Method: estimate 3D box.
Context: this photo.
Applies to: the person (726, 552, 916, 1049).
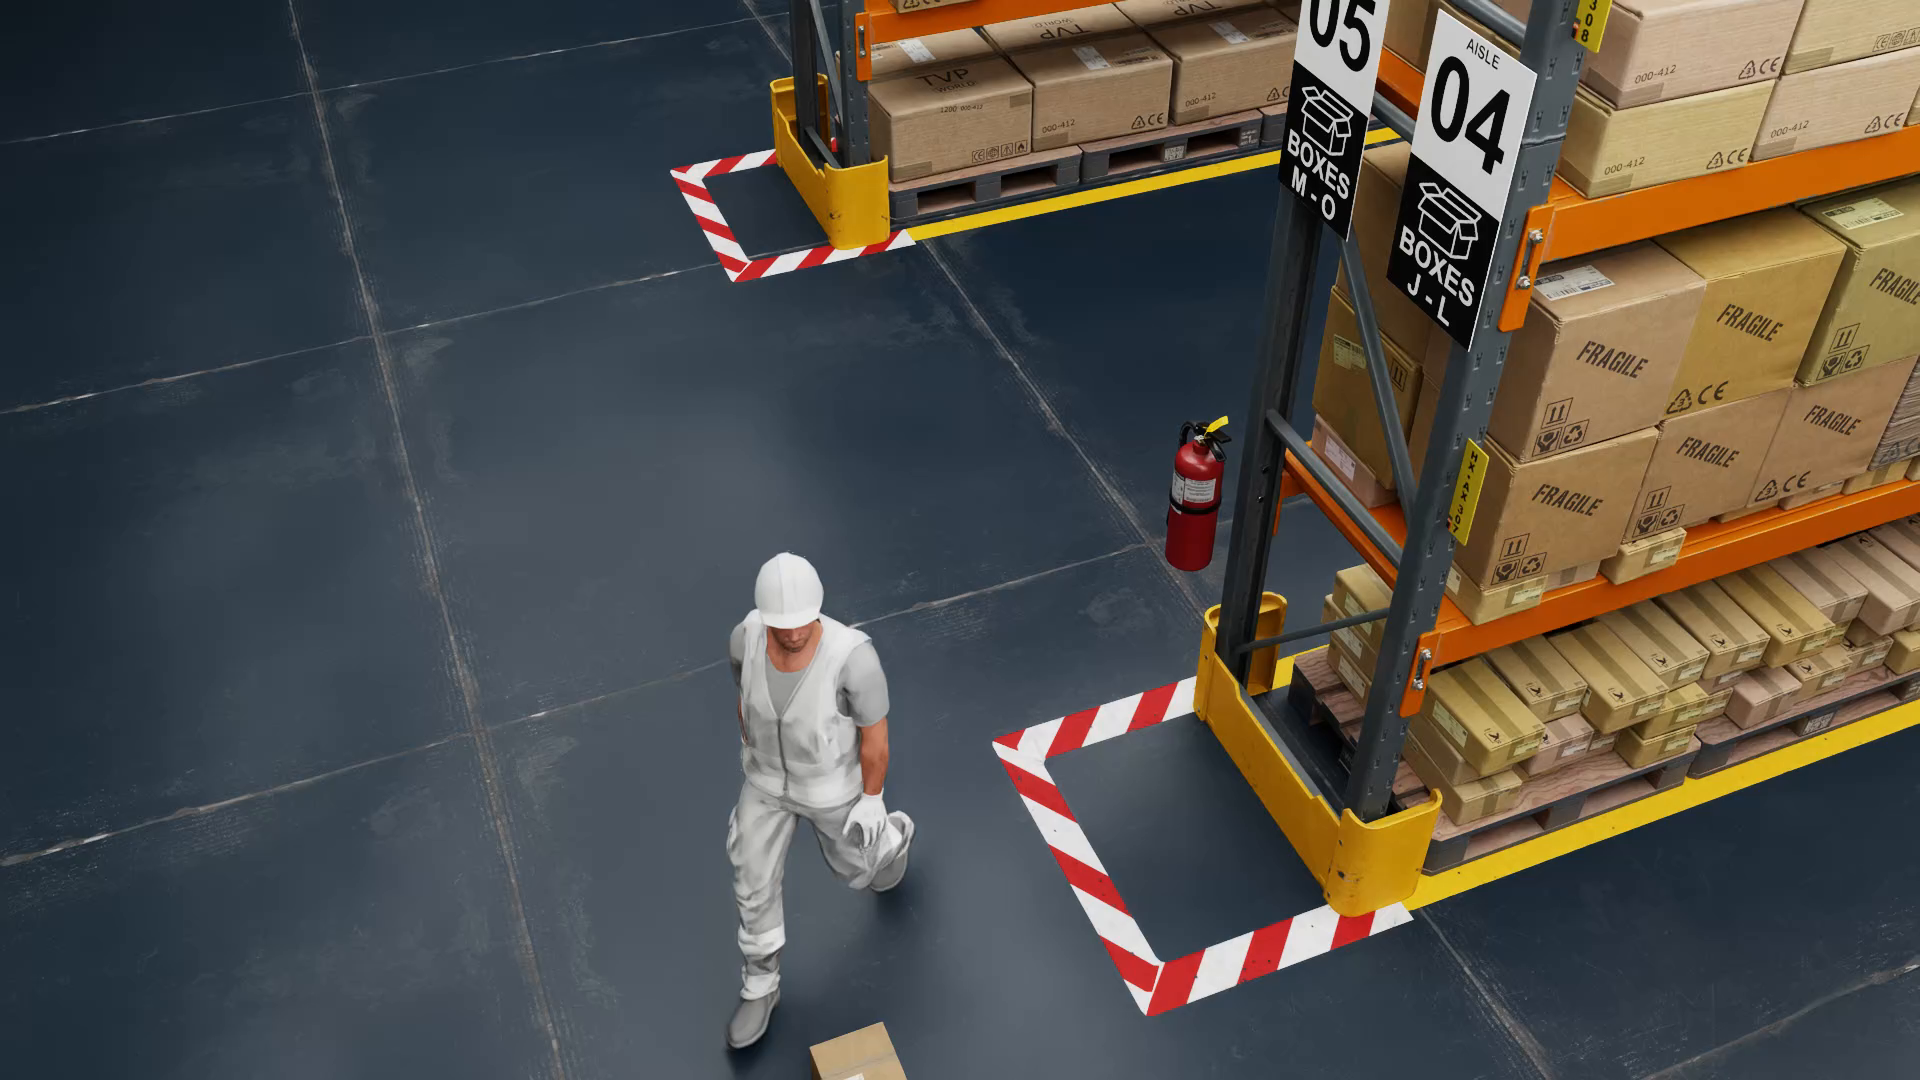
[{"bbox_3d":[-0.502,0.782,5.284,0.575,1.737,1.005,13,43,14],"label":"person"}]
